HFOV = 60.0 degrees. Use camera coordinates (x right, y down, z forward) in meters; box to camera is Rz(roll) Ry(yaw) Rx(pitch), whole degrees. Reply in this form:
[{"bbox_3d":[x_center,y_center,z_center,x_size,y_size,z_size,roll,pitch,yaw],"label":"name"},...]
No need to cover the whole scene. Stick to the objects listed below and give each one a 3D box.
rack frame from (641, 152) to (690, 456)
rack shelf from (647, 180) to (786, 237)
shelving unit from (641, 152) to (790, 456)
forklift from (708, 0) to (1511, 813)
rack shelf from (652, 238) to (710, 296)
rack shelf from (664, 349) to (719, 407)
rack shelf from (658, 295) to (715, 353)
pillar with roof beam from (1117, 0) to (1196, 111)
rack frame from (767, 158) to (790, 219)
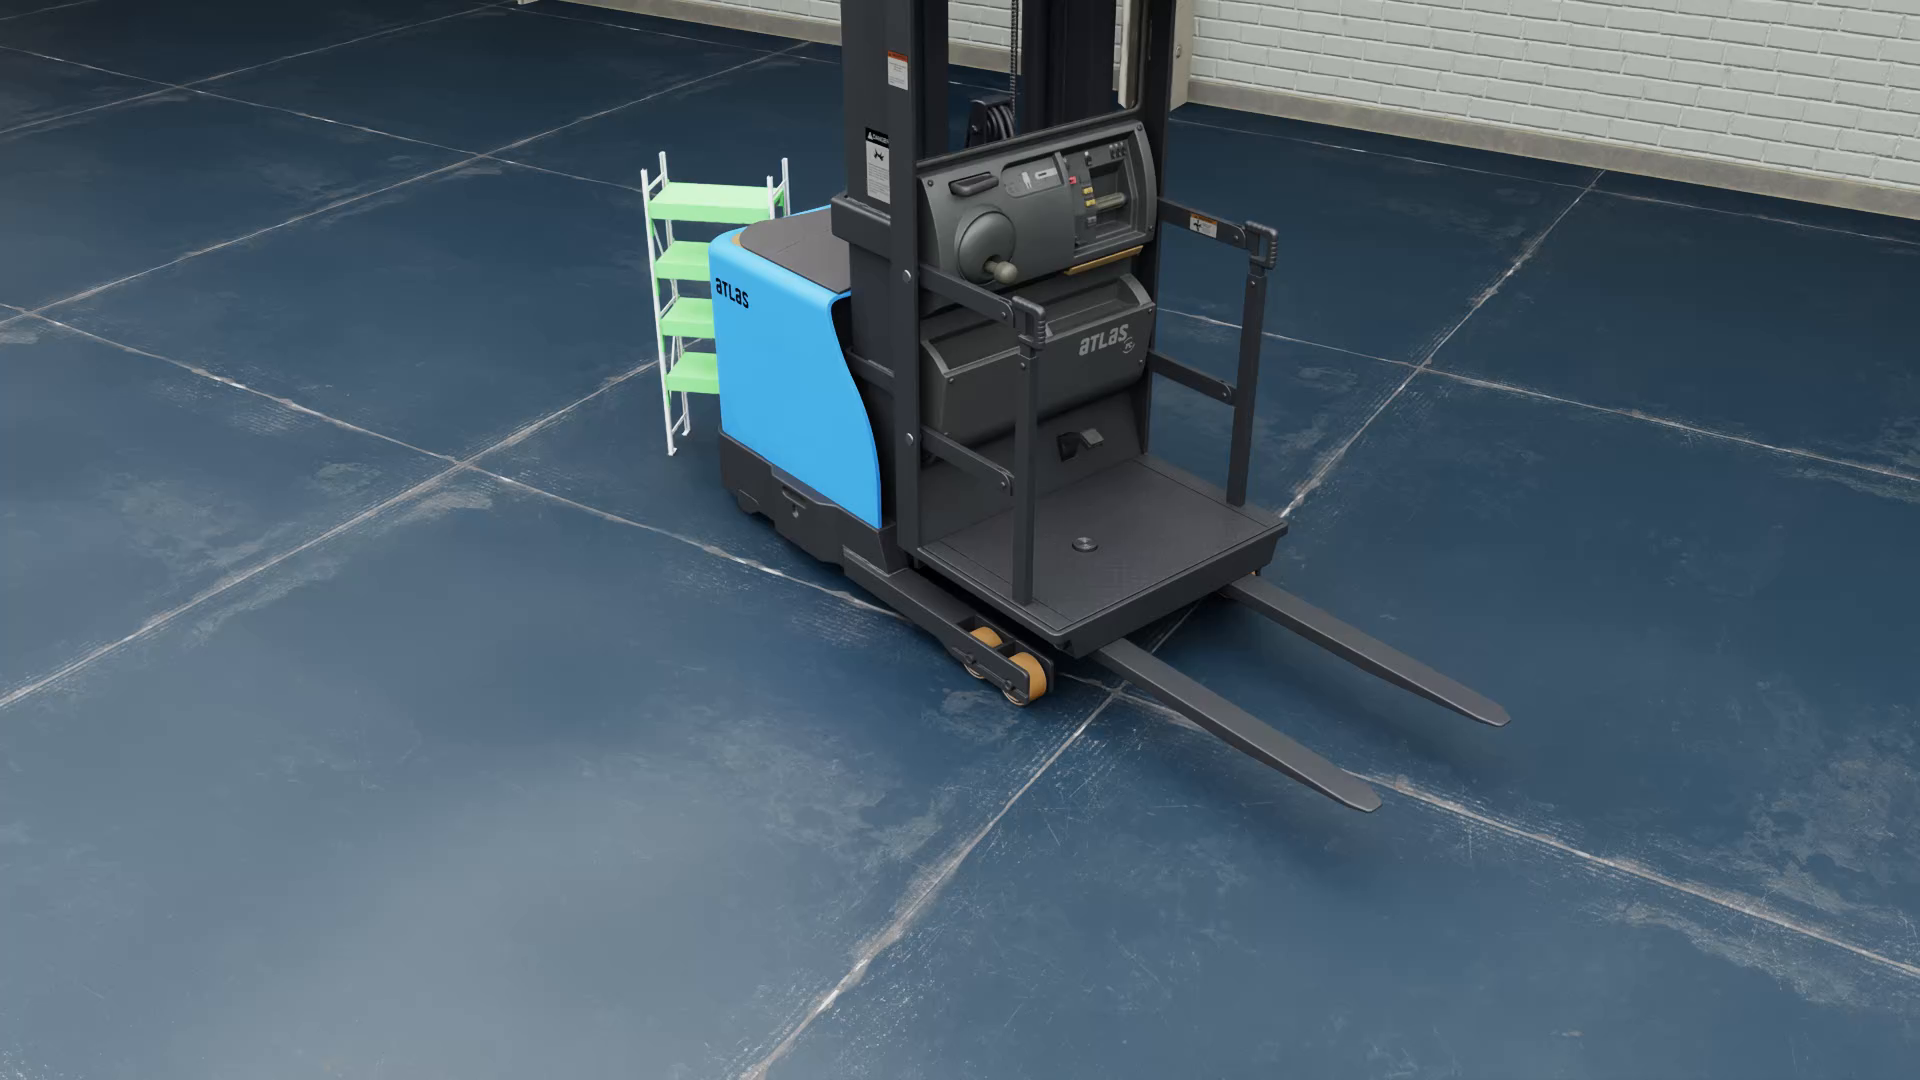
[{"bbox_3d":[-1.171,-0.926,6.646,0.015,1.200,0.240,5,31,8],"label":"rack frame"},{"bbox_3d":[-0.930,-1.265,6.402,0.480,0.148,0.258,5,31,8],"label":"rack shelf"},{"bbox_3d":[-0.930,-0.906,6.612,0.503,1.200,0.258,5,31,8],"label":"shelving unit"},{"bbox_3d":[0.402,-1.023,5.096,1.130,2.935,3.031,-23,37,-34],"label":"forklift"},{"bbox_3d":[-0.930,-1.058,6.523,0.480,0.148,0.258,5,31,8],"label":"rack shelf"},{"bbox_3d":[-0.930,-0.643,6.765,0.480,0.148,0.258,5,31,8],"label":"rack shelf"},{"bbox_3d":[-0.930,-0.850,6.644,0.480,0.148,0.258,5,31,8],"label":"rack shelf"},{"bbox_3d":[-0.965,-5.055,5.985,0.400,9.000,9.100,18,35,27],"label":"pillar with roof beam"},{"bbox_3d":[-0.689,-0.885,6.577,0.015,1.200,0.240,5,31,8],"label":"rack frame"}]
